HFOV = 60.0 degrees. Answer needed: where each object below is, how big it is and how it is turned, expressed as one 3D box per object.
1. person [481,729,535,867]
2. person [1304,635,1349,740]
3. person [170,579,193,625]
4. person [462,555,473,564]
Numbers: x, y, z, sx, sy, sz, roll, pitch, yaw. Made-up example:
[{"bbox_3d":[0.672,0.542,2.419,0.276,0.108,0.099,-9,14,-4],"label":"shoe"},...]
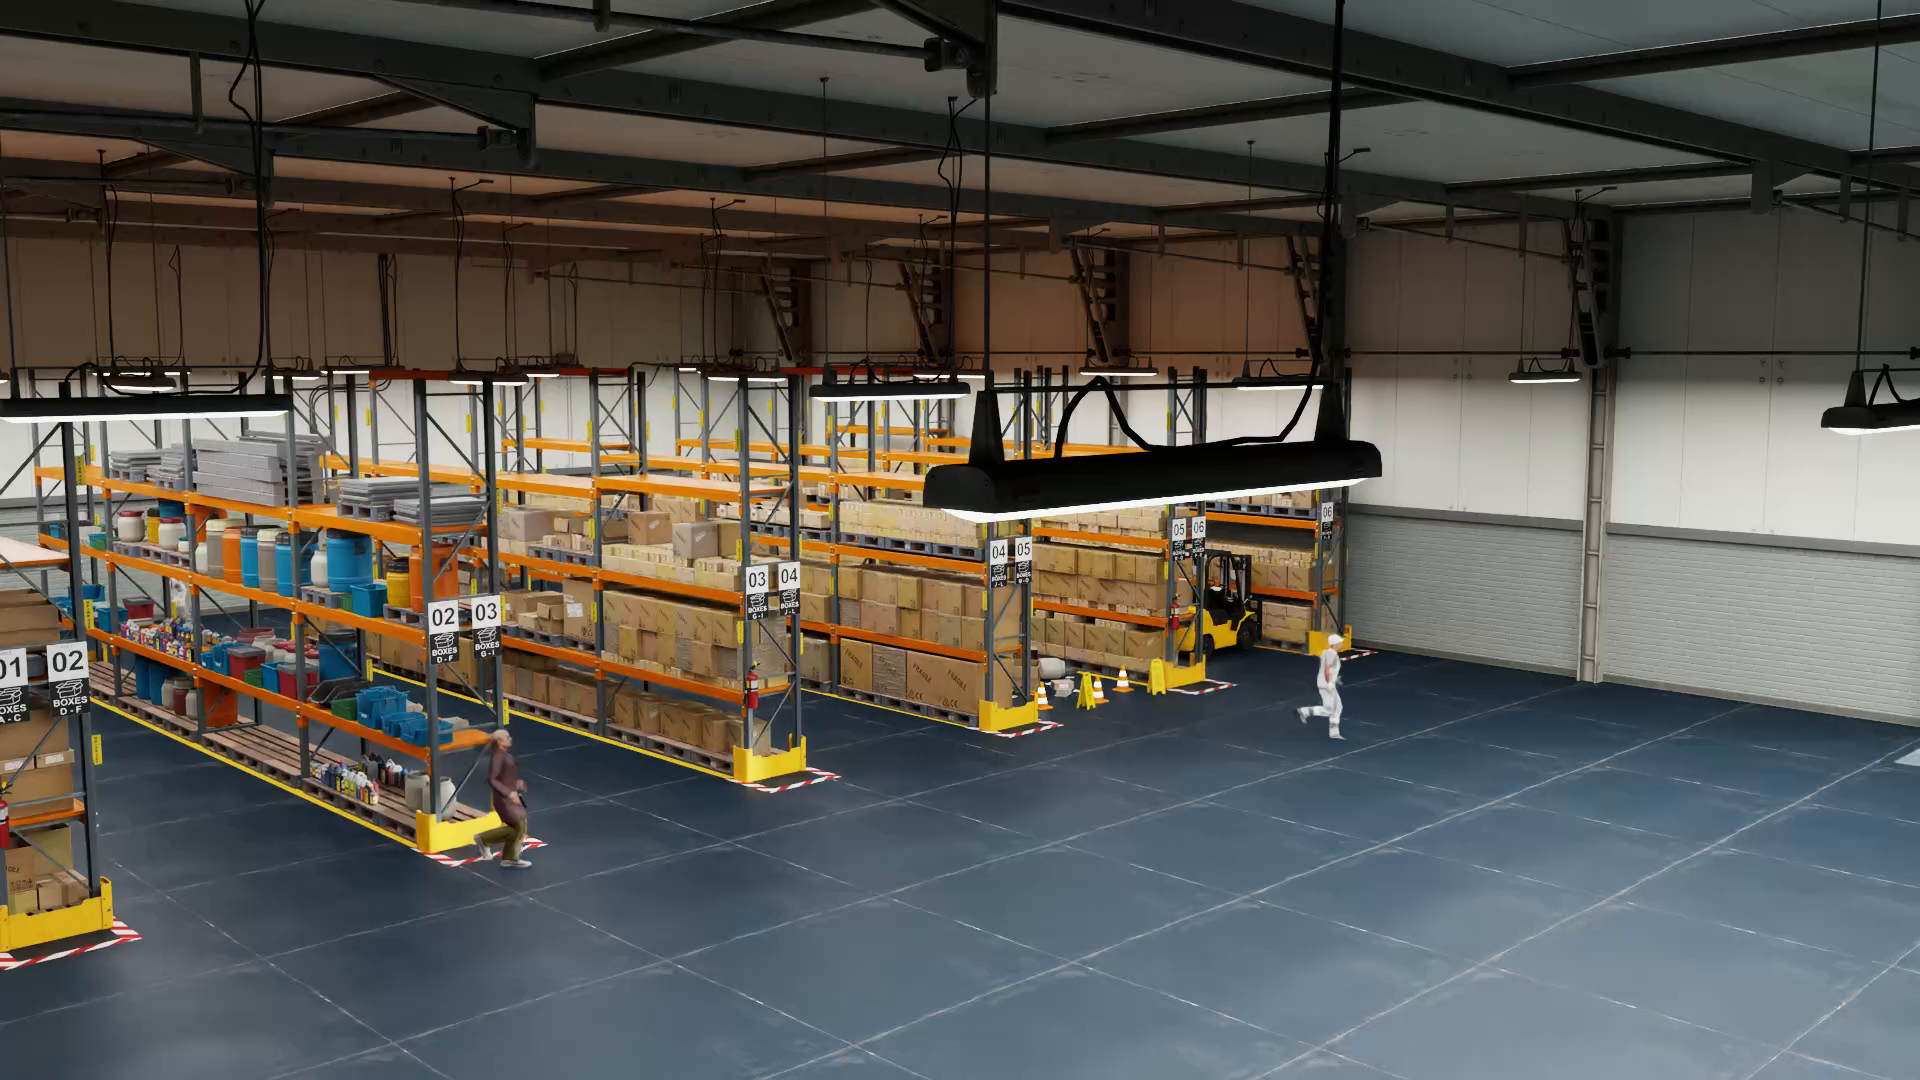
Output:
[{"bbox_3d":[-5.557,3.179,20.423,0.639,1.737,0.709,-1,7,-10],"label":"person"},{"bbox_3d":[6.019,2.418,27.249,0.729,1.740,0.694,1,6,7],"label":"person"},{"bbox_3d":[-16.702,1.442,35.665,0.762,1.843,0.644,-4,8,-34],"label":"person"},{"bbox_3d":[-11.636,1.066,39.378,0.627,1.724,0.813,1,7,10],"label":"person"}]
